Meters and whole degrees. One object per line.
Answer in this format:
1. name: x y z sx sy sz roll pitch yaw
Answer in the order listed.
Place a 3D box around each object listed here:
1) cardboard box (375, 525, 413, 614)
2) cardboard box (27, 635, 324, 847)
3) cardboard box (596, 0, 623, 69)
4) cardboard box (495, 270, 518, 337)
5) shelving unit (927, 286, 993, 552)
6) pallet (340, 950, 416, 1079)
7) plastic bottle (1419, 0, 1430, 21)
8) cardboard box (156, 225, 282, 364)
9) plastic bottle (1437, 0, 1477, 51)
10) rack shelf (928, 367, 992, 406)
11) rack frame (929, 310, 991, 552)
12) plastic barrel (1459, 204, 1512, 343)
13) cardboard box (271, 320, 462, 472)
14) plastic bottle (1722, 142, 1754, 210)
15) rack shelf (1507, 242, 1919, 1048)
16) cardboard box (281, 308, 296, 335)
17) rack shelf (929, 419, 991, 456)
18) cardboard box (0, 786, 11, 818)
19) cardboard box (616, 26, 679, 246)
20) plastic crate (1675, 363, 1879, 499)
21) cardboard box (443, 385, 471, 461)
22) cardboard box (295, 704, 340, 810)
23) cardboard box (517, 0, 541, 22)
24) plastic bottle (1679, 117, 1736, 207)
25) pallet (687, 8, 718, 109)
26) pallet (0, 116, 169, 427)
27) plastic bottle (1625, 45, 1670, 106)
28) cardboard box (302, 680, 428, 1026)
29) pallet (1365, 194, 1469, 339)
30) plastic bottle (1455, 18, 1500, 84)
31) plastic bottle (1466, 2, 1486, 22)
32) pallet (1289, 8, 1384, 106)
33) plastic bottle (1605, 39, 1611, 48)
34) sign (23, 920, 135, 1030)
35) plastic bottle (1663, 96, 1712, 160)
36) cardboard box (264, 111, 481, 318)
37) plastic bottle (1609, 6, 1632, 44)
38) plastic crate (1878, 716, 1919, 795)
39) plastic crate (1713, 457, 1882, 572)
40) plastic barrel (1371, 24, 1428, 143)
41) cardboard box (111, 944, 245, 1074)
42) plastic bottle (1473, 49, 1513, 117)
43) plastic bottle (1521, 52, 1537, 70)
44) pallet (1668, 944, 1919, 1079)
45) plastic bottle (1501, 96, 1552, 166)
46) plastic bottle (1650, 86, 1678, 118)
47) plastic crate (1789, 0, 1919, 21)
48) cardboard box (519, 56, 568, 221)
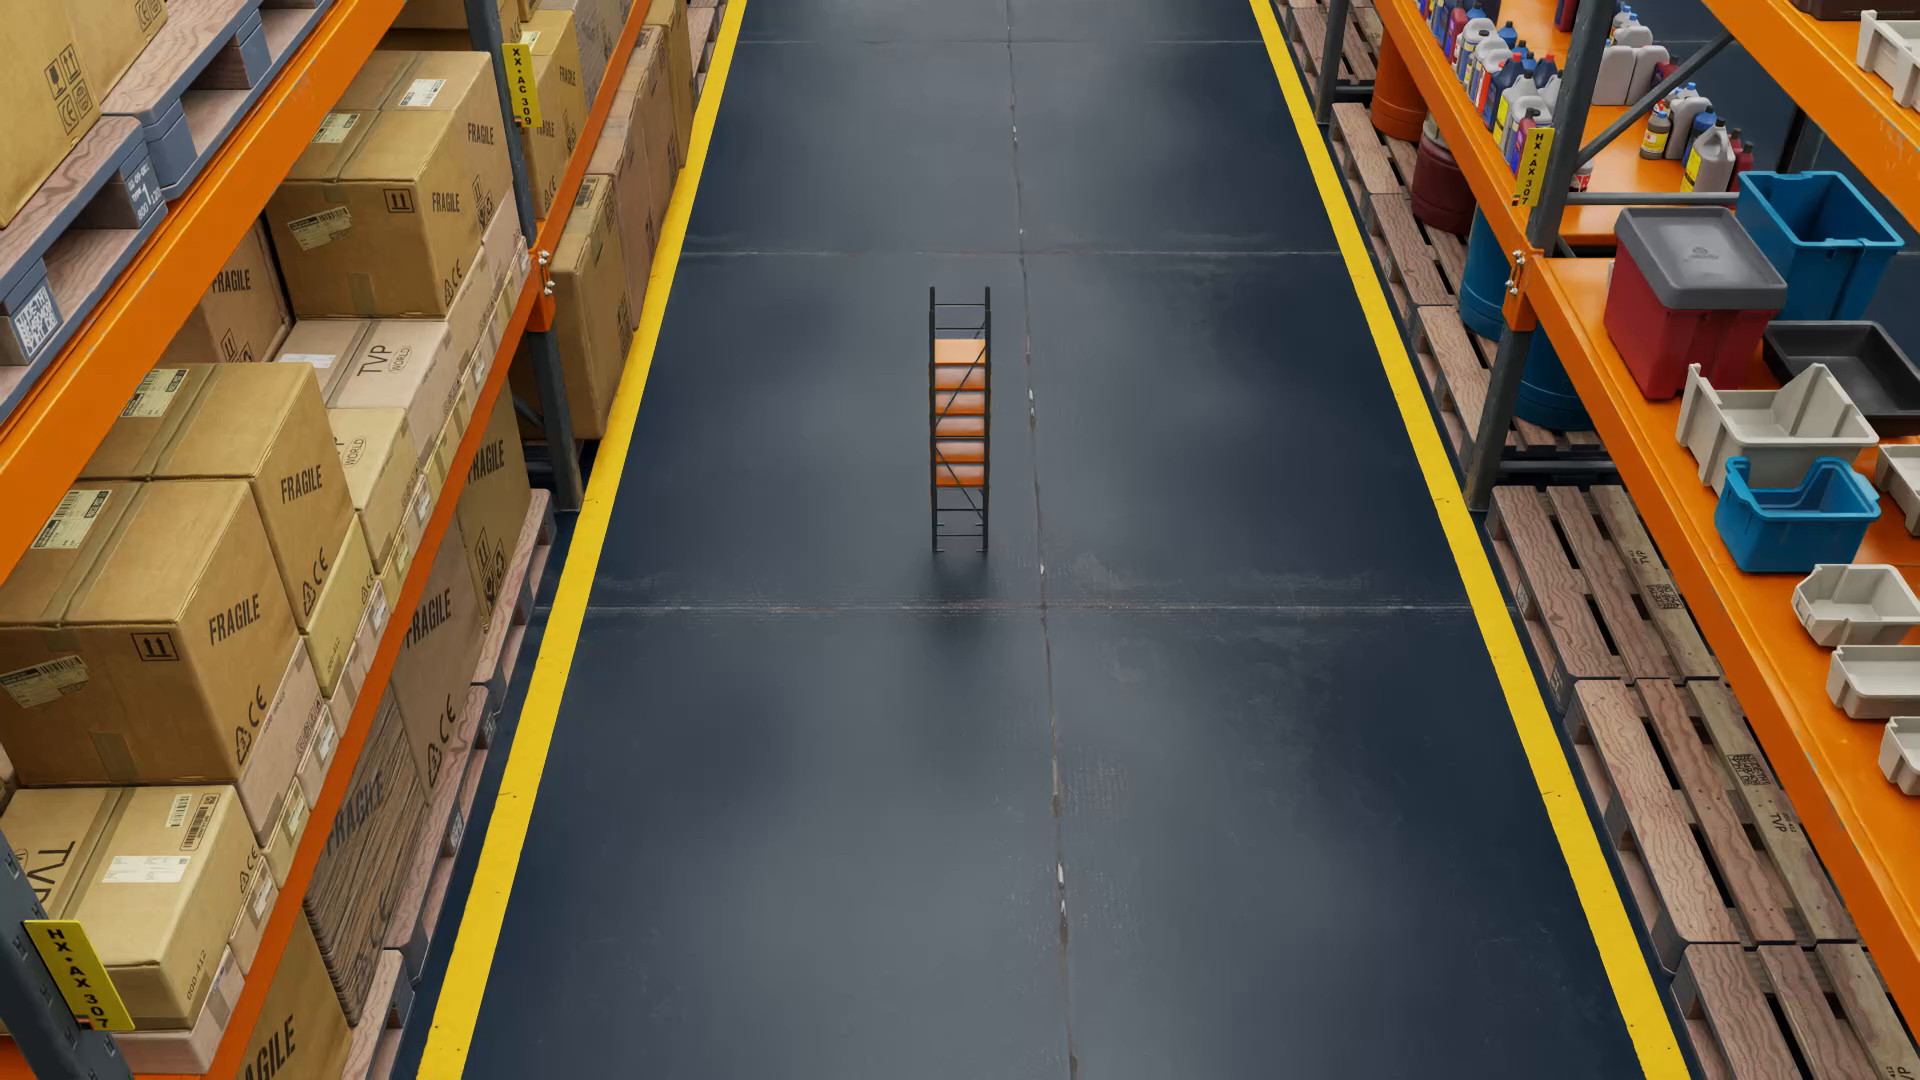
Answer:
1. cardboard box: -1.859 0.090 4.940 0.380 0.149 0.250 -1 39 -1
2. cardboard box: -1.923 0.493 4.118 0.500 0.250 0.500 0 39 -1
3. cardboard box: -1.948 -2.603 8.019 0.500 0.500 0.500 1 39 1
4. cardboard box: -1.861 -0.876 6.145 0.380 0.149 0.250 1 39 1
5. shelving unit: 0.000 -0.477 6.886 0.258 1.200 0.189 0 39 0
6. pallet: -2.264 1.764 4.880 1.003 0.211 1.213 0 39 0
7. plastic bottle: 2.391 -2.791 8.428 0.061 0.283 0.133 0 39 0
8. cardboard box: -2.447 -0.743 5.060 0.500 0.500 0.500 -1 39 -1
9. plastic bottle: 2.434 -2.573 8.102 0.144 0.351 0.185 0 39 0
10. rack shelf: 0.000 -0.630 6.764 0.258 0.103 0.180 0 39 0
11. rack frame: 0.000 -0.420 6.815 0.240 1.200 0.006 0 39 0
12. plastic barrel: 2.779 -1.457 8.012 0.600 0.901 0.708 0 39 0
13. cardboard box: -1.923 -0.464 5.313 0.500 0.250 0.500 1 39 1
14. plastic bottle: 3.189 -1.513 6.833 0.061 0.283 0.133 0 39 0
15. rack shelf: 2.765 0.202 5.174 1.077 0.370 4.000 0 39 0
16. cardboard box: -2.456 -0.778 5.704 0.500 0.250 0.500 0 39 0
17. rack shelf: 0.000 -0.443 6.914 0.258 0.103 0.180 0 39 0
18. cardboard box: -2.451 0.816 3.716 0.500 0.250 0.500 -1 39 -1
19. cardboard box: -2.221 -2.173 8.926 1.225 0.875 0.875 0 39 0
20. plastic crate: 2.581 -0.351 5.336 0.437 0.282 0.530 0 39 0
21. cardboard box: -1.860 -0.393 5.543 0.380 0.149 0.250 1 39 1
22. cardboard box: -1.859 0.568 4.343 0.380 0.149 0.250 -1 39 -1
23. cardboard box: -2.188 -2.585 7.194 0.797 0.503 0.637 0 39 0
24. plastic bottle: 3.087 -1.555 6.832 0.144 0.351 0.185 0 39 0
25. pallet: -2.194 -3.227 11.109 1.003 0.211 1.213 0 39 0
26. pallet: -2.197 -0.424 3.053 1.003 0.211 1.213 0 39 0
27. plastic bottle: 3.142 -2.149 7.633 0.152 0.276 0.135 0 39 0
28. cardboard box: -2.267 0.872 5.127 0.875 0.875 0.875 0 39 0
29. pallet: 2.800 -1.488 8.938 1.003 0.211 1.213 0 39 0
30. plastic bottle: 2.438 -2.300 7.820 0.152 0.276 0.135 0 39 0
31. plastic bottle: 2.471 -2.454 8.017 0.097 0.271 0.097 0 39 0
32. pallet: 2.796 -3.227 11.108 1.003 0.211 1.213 0 39 0
33. plastic bottle: 3.018 -2.254 7.822 0.097 0.201 0.097 0 39 0
34. sign: -1.630 0.811 3.084 0.100 0.325 0.005 0 39 0
35. plastic bottle: 3.143 -1.799 7.196 0.152 0.276 0.135 0 39 0
36. cardboard box: -1.925 -1.075 5.475 0.500 0.500 0.500 0 39 0
37. plastic bottle: 3.169 -2.426 7.982 0.097 0.271 0.097 0 39 0
38. plastic crate: 2.600 0.561 4.314 0.396 0.136 0.243 0 39 0
39. plastic crate: 2.509 -0.070 5.024 0.416 0.233 0.300 0 39 0
40. plastic barrel: 2.776 -2.842 9.797 0.600 0.830 0.708 0 39 0
41. cardboard box: -1.856 1.052 3.740 0.380 0.149 0.250 0 39 0
42. plastic bottle: 2.438 -2.071 7.534 0.152 0.276 0.135 0 39 0
43. plastic bottle: 2.563 -2.081 7.551 0.097 0.271 0.097 0 39 0
44. pallet: 2.806 1.745 4.904 1.003 0.211 1.213 0 39 0
45. plastic bottle: 2.439 -1.755 7.141 0.152 0.276 0.135 0 39 0
46. plastic bottle: 3.170 -1.964 7.461 0.097 0.201 0.097 0 39 0
47. plastic crate: 2.490 -1.672 4.643 0.497 0.269 0.590 0 39 0
48. cardboard box: -1.940 -1.652 6.833 0.500 0.500 0.500 0 39 0
